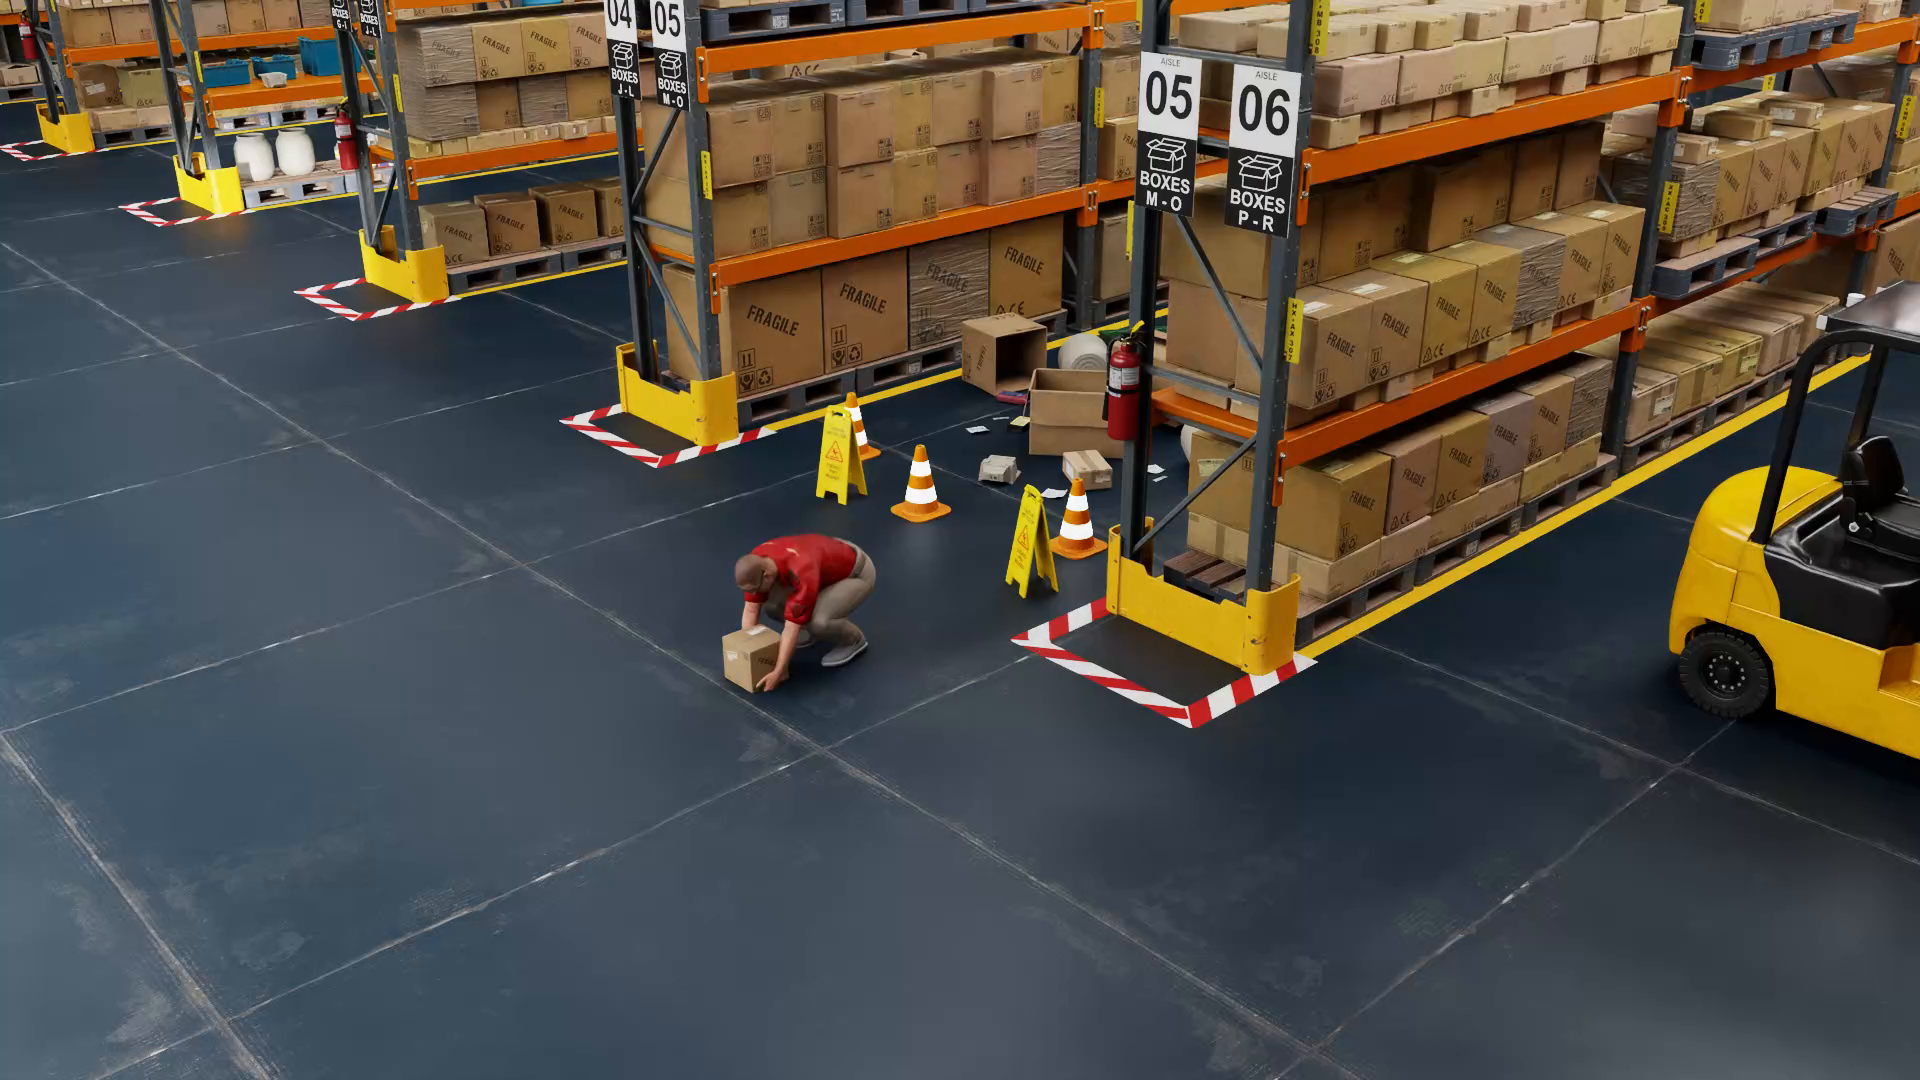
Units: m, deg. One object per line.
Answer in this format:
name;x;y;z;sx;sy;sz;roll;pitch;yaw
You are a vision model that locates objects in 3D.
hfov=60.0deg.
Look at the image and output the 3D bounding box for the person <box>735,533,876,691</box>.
person;-0.864;0.339;9.116;0.912;0.825;0.536;-22;32;-39
